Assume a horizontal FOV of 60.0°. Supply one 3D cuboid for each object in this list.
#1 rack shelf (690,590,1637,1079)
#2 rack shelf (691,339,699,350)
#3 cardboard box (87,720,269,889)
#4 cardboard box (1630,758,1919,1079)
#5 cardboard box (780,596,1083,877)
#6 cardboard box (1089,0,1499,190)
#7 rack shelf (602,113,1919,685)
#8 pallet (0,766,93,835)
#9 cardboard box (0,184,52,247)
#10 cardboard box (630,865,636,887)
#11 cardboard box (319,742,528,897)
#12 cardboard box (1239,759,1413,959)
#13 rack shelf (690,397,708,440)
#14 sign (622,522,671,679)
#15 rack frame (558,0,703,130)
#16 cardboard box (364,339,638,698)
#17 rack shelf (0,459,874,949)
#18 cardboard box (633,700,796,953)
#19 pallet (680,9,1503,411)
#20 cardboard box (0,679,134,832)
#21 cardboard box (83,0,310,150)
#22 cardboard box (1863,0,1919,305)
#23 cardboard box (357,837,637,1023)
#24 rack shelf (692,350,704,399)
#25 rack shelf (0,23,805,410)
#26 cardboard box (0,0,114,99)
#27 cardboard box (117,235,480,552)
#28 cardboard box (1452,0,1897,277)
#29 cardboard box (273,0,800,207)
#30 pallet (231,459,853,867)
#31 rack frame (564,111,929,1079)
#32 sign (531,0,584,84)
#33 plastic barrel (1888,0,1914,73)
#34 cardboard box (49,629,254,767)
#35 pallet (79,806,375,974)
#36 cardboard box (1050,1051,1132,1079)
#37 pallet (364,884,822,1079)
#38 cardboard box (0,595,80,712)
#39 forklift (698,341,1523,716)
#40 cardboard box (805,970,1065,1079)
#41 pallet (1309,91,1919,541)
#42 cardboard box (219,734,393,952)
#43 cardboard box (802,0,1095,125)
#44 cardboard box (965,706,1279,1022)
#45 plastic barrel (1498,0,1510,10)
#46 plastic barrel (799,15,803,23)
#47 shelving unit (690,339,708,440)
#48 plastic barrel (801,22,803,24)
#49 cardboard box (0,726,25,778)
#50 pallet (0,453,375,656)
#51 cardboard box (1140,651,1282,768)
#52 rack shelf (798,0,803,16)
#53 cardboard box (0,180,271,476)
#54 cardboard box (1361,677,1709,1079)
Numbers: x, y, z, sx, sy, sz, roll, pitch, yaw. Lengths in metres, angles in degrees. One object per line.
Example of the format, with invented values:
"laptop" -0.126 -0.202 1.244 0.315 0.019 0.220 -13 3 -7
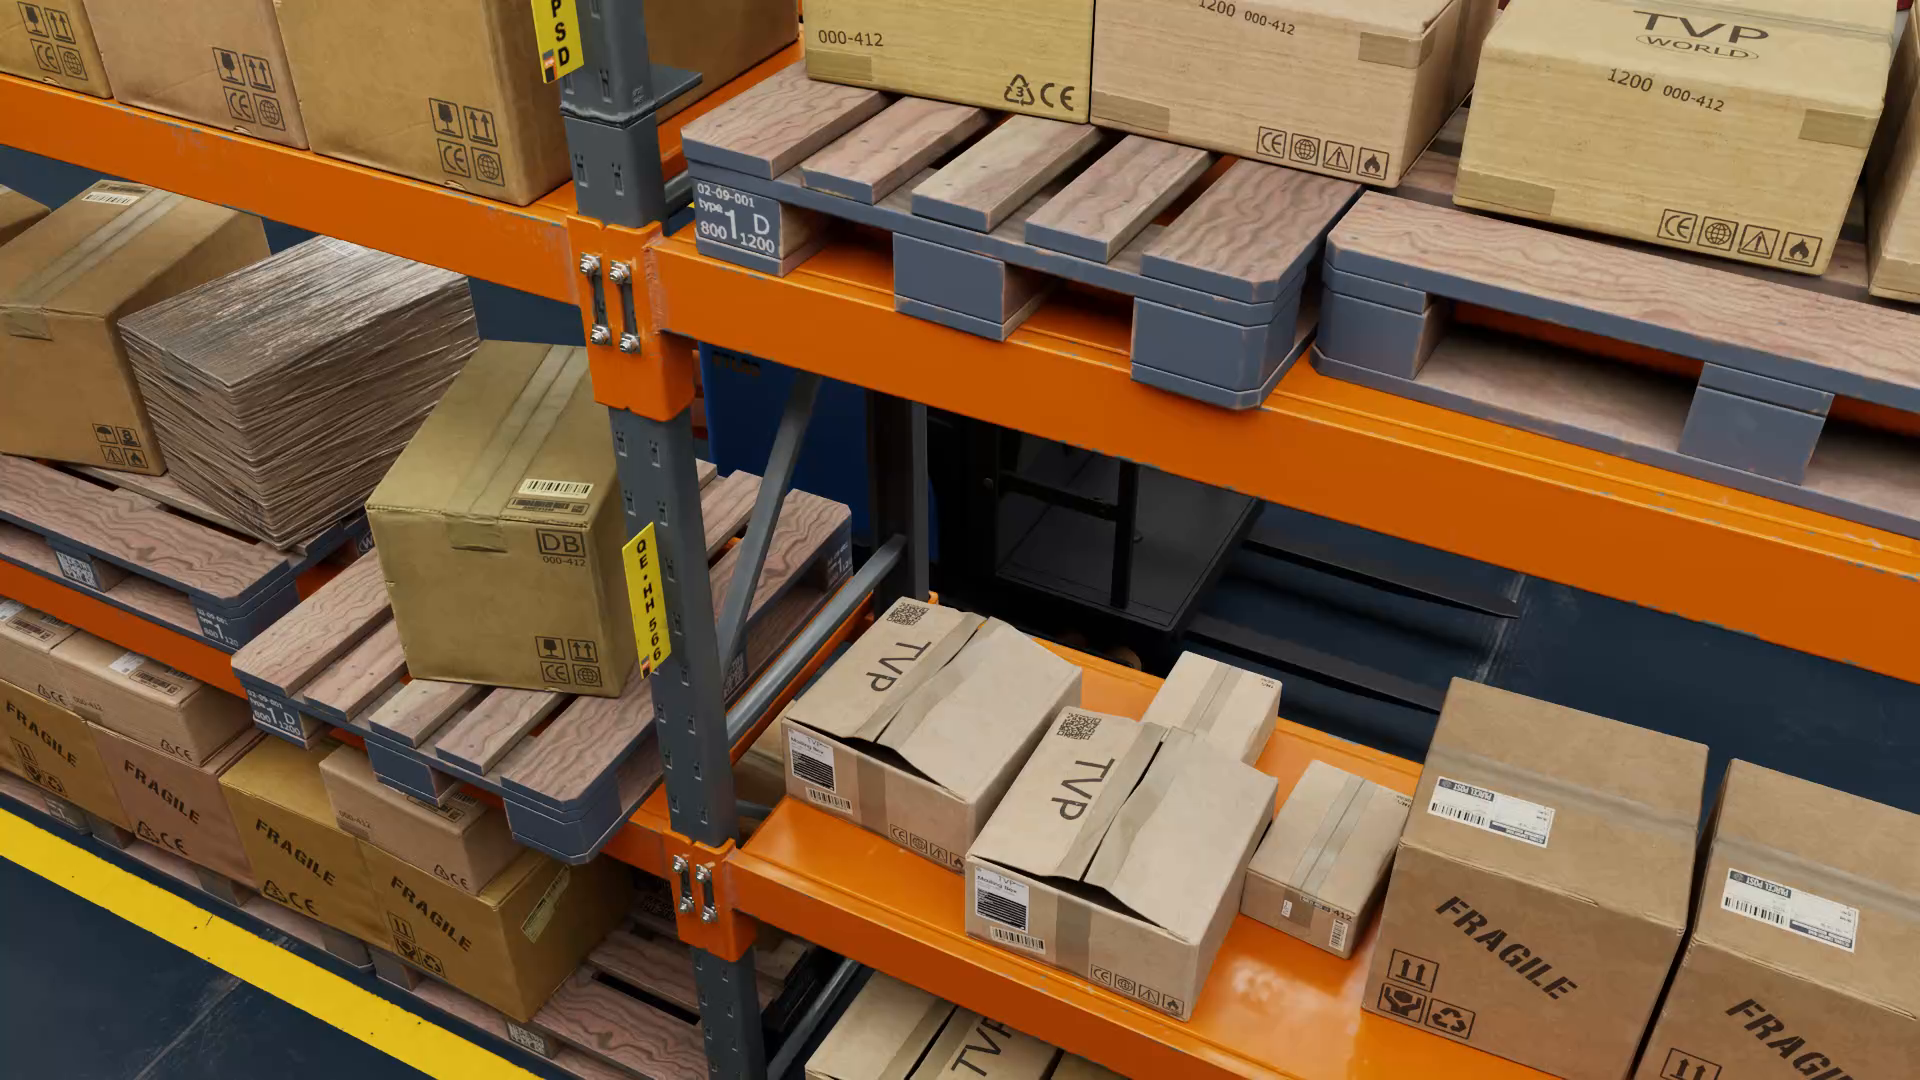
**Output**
"rack shelf" 1.414 1.098 3.418 4.000 0.370 1.077 17 41 21
"rack shelf" -1.126 -0.834 6.598 0.480 0.148 0.258 10 38 13
"cardboard box" -2.228 0.655 5.110 0.500 0.500 0.500 16 40 20
"cardboard box" 1.603 0.820 3.107 0.500 0.500 0.500 17 41 22
"cardboard box" -0.059 0.415 3.796 0.500 0.311 0.500 20 42 24
"cardboard box" 0.541 -0.815 2.639 0.500 0.250 0.500 18 41 23
"rack shelf" 1.414 -0.097 2.511 4.000 0.370 1.077 17 41 21
"pallet" -3.174 0.460 5.970 1.213 0.211 1.003 17 41 21
"cardboard box" -2.956 -0.655 4.702 0.500 0.500 0.700 24 43 28
"cardboard box" -1.102 0.653 5.112 0.500 0.500 0.500 16 40 20
"cardboard box" -1.352 0.630 4.523 0.500 0.250 0.500 19 41 23
"cardboard box" 0.797 0.680 3.581 0.250 0.149 0.380 20 42 25
"rack shelf" -1.126 -0.498 6.853 0.480 0.148 0.258 10 38 13
"sign" -0.603 0.120 3.219 0.005 0.325 0.100 17 41 21
"rack frame" -0.362 -2.134 2.119 0.127 3.000 1.000 17 41 21
"cardboard box" -0.973 -0.066 3.927 0.500 0.500 0.700 5 37 6
"rack shelf" -2.138 -0.014 4.883 4.000 0.370 1.077 17 41 21
"cardboard box" -0.634 0.796 4.924 0.500 0.500 0.500 19 41 23
"pallet" 0.282 -0.724 2.898 1.003 0.211 1.213 19 41 24
"cardboard box" -2.677 0.514 5.295 0.500 0.500 0.500 18 41 22
"cardboard box" -1.217 -1.224 3.318 0.500 0.500 0.910 17 41 21
"cardboard box" 1.521 -0.499 2.223 0.500 0.250 0.500 14 39 18
"cardboard box" -1.300 0.942 4.732 0.500 0.500 0.500 19 41 23
"rack shelf" -1.126 -0.656 6.733 0.480 0.148 0.258 10 38 13
"rack shelf" -2.138 -1.209 3.976 4.000 0.370 1.077 17 41 21
"cardboard box" -1.679 -1.369 3.509 0.500 0.500 0.910 17 41 21
"cardboard box" -1.697 -0.423 4.397 0.500 0.500 0.700 26 44 30
"cardboard box" 1.044 -0.650 2.421 0.500 0.250 0.500 17 40 21
"cardboard box" -0.764 -1.083 3.132 0.500 0.500 0.910 17 41 21
"pallet" -0.996 0.181 4.189 1.003 0.211 1.213 17 41 21
"rack frame" -0.362 0.255 3.933 0.127 3.000 1.000 17 41 21
"sign" -0.613 -0.855 2.487 0.005 0.325 0.100 17 41 21
"plastic barrel" 3.687 -2.053 6.861 0.433 0.535 0.433 0 37 0
"cardboard box" -2.262 0.347 4.895 0.500 0.250 0.500 17 40 21
"pallet" -2.086 0.798 5.524 1.213 0.211 1.003 17 41 21
"cardboard box" 0.439 1.405 3.882 0.500 0.311 0.500 16 40 20
"pallet" -1.007 1.138 5.076 1.213 0.211 1.003 17 41 21
"cardboard box" -2.708 0.208 5.078 0.500 0.250 0.500 17 41 22
"forklift" 0.557 -0.989 5.629 3.031 2.935 1.130 18 41 22
"cardboard box" -0.032 1.263 4.068 0.500 0.311 0.500 19 41 23
"pallet" 1.277 -0.414 2.490 1.213 0.211 1.003 19 41 24
"cardboard box" -1.759 0.798 4.922 0.500 0.500 0.500 16 40 20
"cardboard box" 0.067 -0.951 2.818 0.500 0.250 0.500 14 40 18
"cardboard box" 0.344 0.643 3.495 0.500 0.311 0.500 17 40 21
"plastic barrel" 2.471 -2.491 7.438 0.708 0.536 0.600 17 41 21
"plastic barrel" -1.157 -2.686 9.196 0.708 0.901 0.600 17 41 21
"shelving unit" -1.126 -0.709 6.692 0.503 1.200 0.258 10 38 13
"plastic barrel" -0.528 -2.489 8.937 0.708 0.901 0.600 17 41 21
"cardboard box" -3.117 0.371 5.484 0.500 0.500 0.500 18 41 22
"pallet" -2.091 -0.207 4.700 1.213 0.211 1.003 17 41 21
"cardboard box" 0.564 0.457 3.875 0.250 0.149 0.380 17 41 21
"rack shelf" 0.144 -2.673 8.385 4.000 0.370 1.077 17 41 21
"cardboard box" -2.316 -0.606 4.637 0.500 0.500 0.700 8 38 10
"cardboard box" 1.136 0.673 3.299 0.500 0.500 0.500 15 40 19
